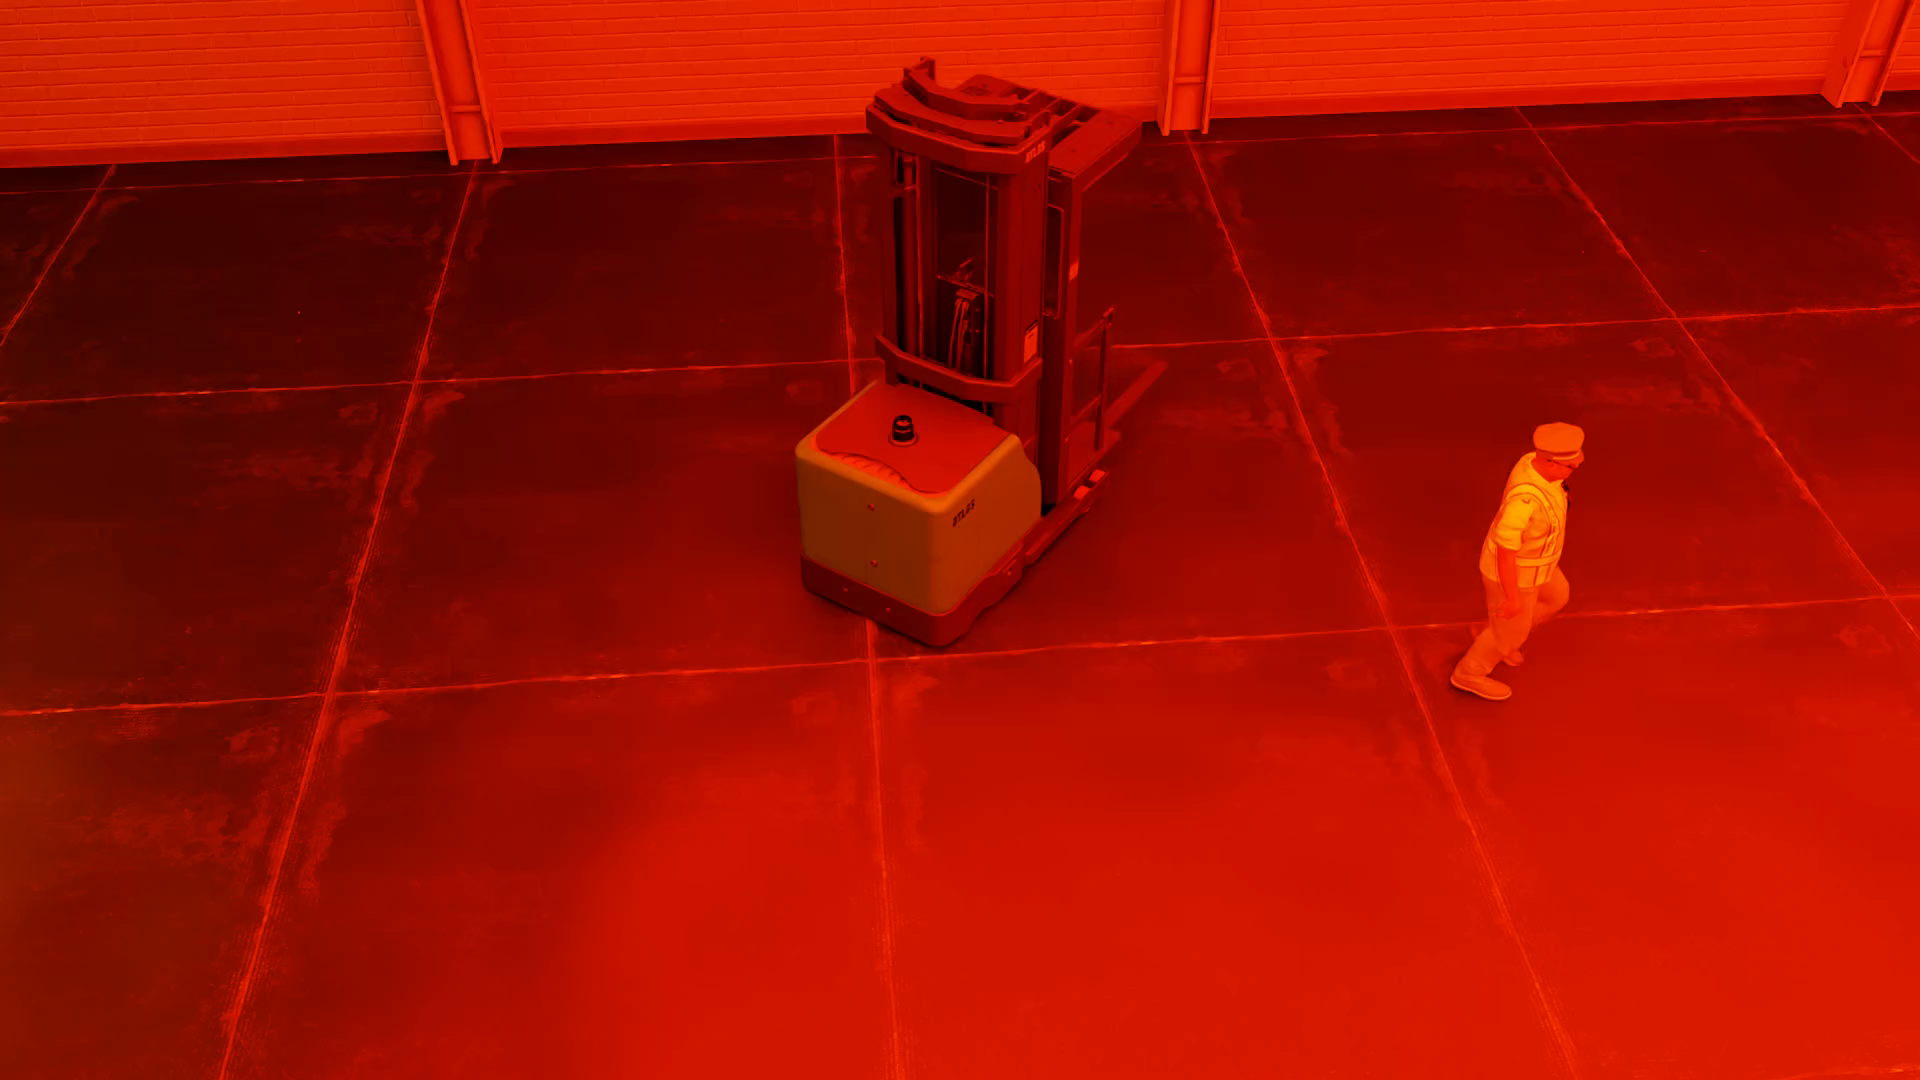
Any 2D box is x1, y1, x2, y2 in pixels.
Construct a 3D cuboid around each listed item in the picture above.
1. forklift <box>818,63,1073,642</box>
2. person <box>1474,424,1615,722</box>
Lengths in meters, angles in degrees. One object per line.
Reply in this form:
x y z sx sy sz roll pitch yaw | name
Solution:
-0.174 -1.500 9.691 1.130 2.935 3.031 -8 41 -9 | forklift
3.011 0.136 8.692 0.448 1.751 0.587 15 43 17 | person
